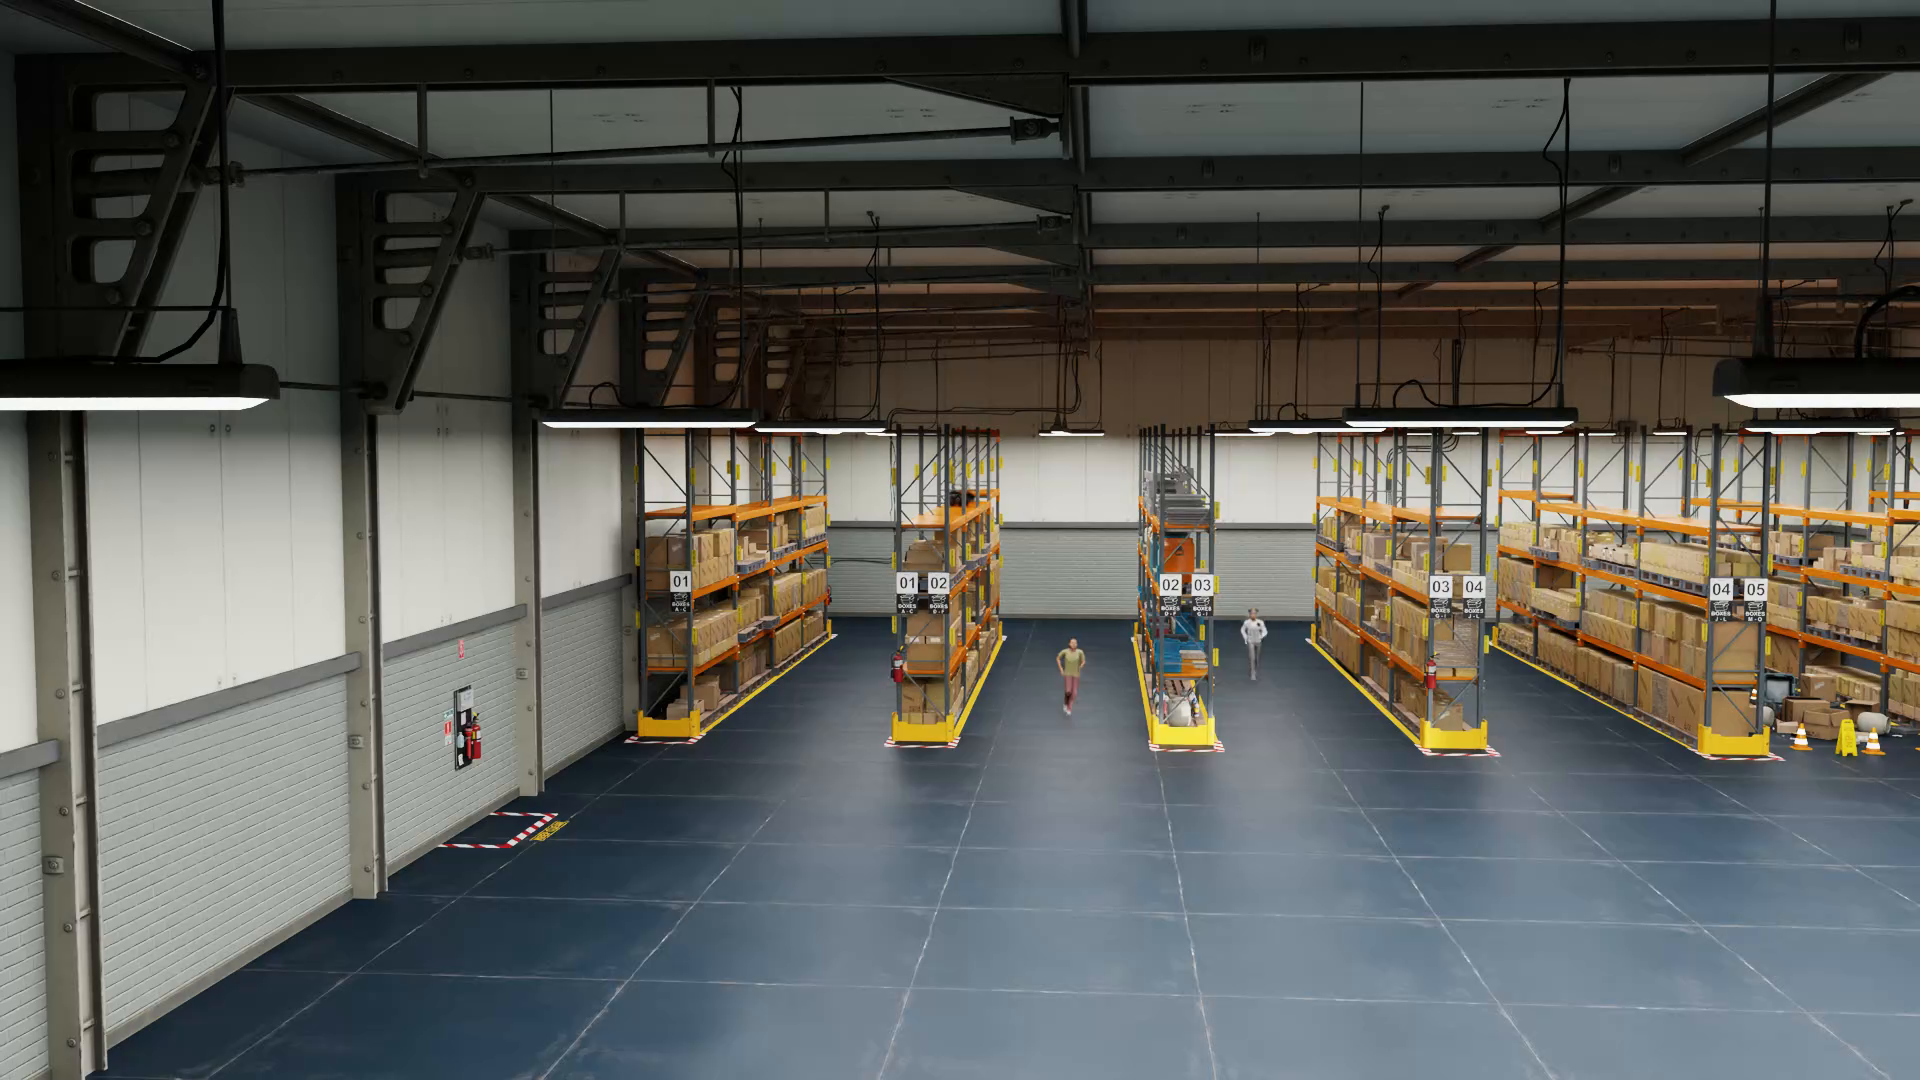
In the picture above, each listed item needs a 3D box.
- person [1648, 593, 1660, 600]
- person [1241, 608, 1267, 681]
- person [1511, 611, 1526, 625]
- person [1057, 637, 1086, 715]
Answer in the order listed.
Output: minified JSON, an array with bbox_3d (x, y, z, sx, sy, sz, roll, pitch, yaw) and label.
[{"bbox_3d":[19.664,2.047,47.248,0.597,1.621,0.587,1,4,9],"label":"person"},{"bbox_3d":[6.994,2.450,39.519,0.610,1.689,0.860,0,3,4],"label":"person"},{"bbox_3d":[15.895,1.968,47.344,0.876,1.769,0.660,3,4,39],"label":"person"},{"bbox_3d":[2.312,2.812,34.318,0.581,1.627,0.586,0,4,-7],"label":"person"}]
